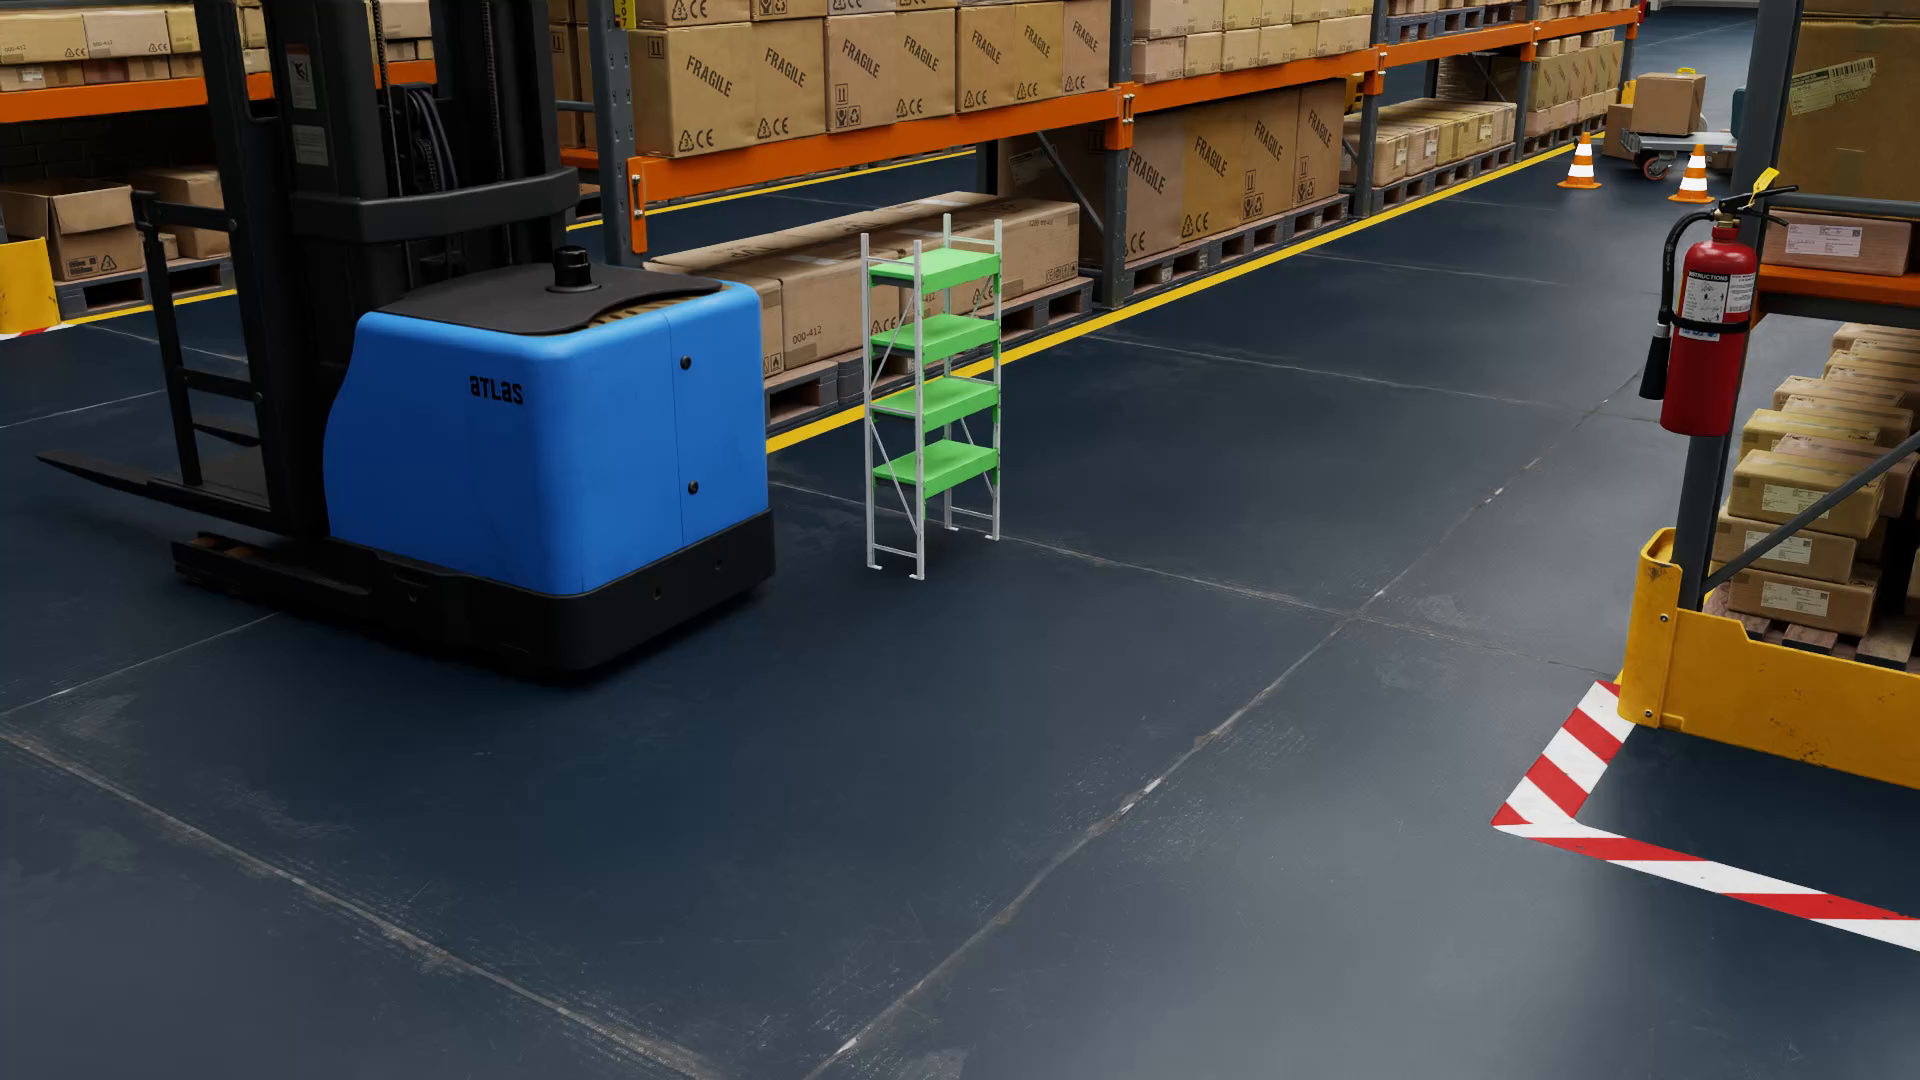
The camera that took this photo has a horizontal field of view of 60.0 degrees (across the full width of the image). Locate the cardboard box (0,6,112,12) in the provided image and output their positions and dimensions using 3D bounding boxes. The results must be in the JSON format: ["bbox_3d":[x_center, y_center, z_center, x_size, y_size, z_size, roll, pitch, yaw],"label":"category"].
[{"bbox_3d":[-5.485,-3.105,10.122,0.500,0.250,0.500,13,24,32],"label":"cardboard box"}]

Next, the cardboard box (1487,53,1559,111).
[{"bbox_3d":[5.593,-4.556,16.535,0.500,0.500,0.500,15,25,34],"label":"cardboard box"}]

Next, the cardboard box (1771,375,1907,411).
[{"bbox_3d":[3.063,-0.451,5.806,0.380,0.149,0.250,14,25,34],"label":"cardboard box"}]

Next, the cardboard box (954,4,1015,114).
[{"bbox_3d":[-0.064,-2.453,8.428,0.500,0.500,0.500,13,24,31],"label":"cardboard box"}]

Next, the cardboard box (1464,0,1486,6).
[{"bbox_3d":[4.391,-4.768,14.588,0.380,0.149,0.250,13,24,32],"label":"cardboard box"}]

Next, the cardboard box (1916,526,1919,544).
[{"bbox_3d":[3.215,-0.055,5.166,0.380,0.149,0.250,14,24,33],"label":"cardboard box"}]

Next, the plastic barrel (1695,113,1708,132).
[{"bbox_3d":[7.377,-4.232,17.095,0.421,0.421,0.512,-6,21,-15],"label":"plastic barrel"}]

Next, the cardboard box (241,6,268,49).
[{"bbox_3d":[-4.502,-3.292,10.630,0.500,0.250,0.500,13,24,30],"label":"cardboard box"}]

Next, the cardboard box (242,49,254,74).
[{"bbox_3d":[-4.638,-2.987,10.378,0.380,0.149,0.250,12,24,30],"label":"cardboard box"}]

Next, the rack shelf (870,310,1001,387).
[{"bbox_3d":[-0.093,-0.680,5.867,0.258,0.148,0.480,13,24,32],"label":"rack shelf"}]

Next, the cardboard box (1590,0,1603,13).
[{"bbox_3d":[6.592,-5.680,17.660,0.380,0.149,0.250,13,24,31],"label":"cardboard box"}]

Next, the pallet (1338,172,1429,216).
[{"bbox_3d":[3.230,-2.948,13.932,1.003,0.211,1.213,13,24,32],"label":"pallet"}]

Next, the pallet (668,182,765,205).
[{"bbox_3d":[-2.455,-3.136,14.439,1.003,0.211,1.213,13,24,32],"label":"pallet"}]

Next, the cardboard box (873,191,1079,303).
[{"bbox_3d":[0.099,-1.721,9.681,0.875,0.438,0.875,13,24,31],"label":"cardboard box"}]

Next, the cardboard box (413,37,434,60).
[{"bbox_3d":[-3.791,-3.435,11.589,0.380,0.149,0.250,14,24,33],"label":"cardboard box"}]

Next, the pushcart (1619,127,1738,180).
[{"bbox_3d":[6.952,-3.520,15.237,1.648,0.377,0.936,5,21,13],"label":"pushcart"}]

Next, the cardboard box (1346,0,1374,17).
[{"bbox_3d":[2.727,-4.008,12.272,0.500,0.250,0.500,13,24,32],"label":"cardboard box"}]

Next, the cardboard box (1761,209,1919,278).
[{"bbox_3d":[2.392,-0.832,4.551,0.380,0.149,0.250,13,24,32],"label":"cardboard box"}]

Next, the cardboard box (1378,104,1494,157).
[{"bbox_3d":[4.344,-3.787,15.361,0.950,0.372,0.625,15,25,35],"label":"cardboard box"}]

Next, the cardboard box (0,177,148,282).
[{"bbox_3d":[-5.393,-1.887,10.036,0.797,0.503,0.637,12,24,30],"label":"cardboard box"}]

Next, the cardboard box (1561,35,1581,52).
[{"bbox_3d":[6.149,-5.110,17.098,0.380,0.149,0.250,15,25,35],"label":"cardboard box"}]

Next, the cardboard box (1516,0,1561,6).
[{"bbox_3d":[5.516,-5.438,16.071,0.500,0.500,0.500,13,24,32],"label":"cardboard box"}]

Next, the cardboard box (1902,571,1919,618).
[{"bbox_3d":[3.081,0.160,5.011,0.380,0.149,0.250,13,24,32],"label":"cardboard box"}]

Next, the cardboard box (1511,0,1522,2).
[{"bbox_3d":[4.977,-5.058,15.371,0.380,0.149,0.250,14,24,33],"label":"cardboard box"}]

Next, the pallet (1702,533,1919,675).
[{"bbox_3d":[2.971,0.259,5.260,1.003,0.211,1.213,13,24,32],"label":"pallet"}]

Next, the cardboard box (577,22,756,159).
[{"bbox_3d":[-1.201,-1.866,6.841,0.500,0.500,0.500,13,24,31],"label":"cardboard box"}]

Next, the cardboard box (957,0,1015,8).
[{"bbox_3d":[-0.067,-2.919,8.248,0.500,0.500,0.500,14,24,33],"label":"cardboard box"}]

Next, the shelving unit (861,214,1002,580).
[{"bbox_3d":[-0.093,-0.515,5.928,0.258,1.200,0.503,13,24,32],"label":"shelving unit"}]

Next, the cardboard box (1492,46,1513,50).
[{"bbox_3d":[5.719,-4.954,17.612,0.500,0.500,0.500,15,25,35],"label":"cardboard box"}]

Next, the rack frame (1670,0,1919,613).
[{"bbox_3d":[2.443,-0.801,4.106,1.000,3.000,0.127,13,24,32],"label":"rack frame"}]

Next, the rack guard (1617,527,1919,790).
[{"bbox_3d":[2.486,0.350,4.598,1.175,0.500,0.348,13,24,32],"label":"rack guard"}]

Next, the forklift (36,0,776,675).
[{"bbox_3d":[-2.164,-1.327,5.628,3.031,2.935,1.130,12,23,29],"label":"forklift"}]

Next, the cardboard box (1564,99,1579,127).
[{"bbox_3d":[6.180,-4.512,17.498,0.500,0.250,0.500,13,24,31],"label":"cardboard box"}]

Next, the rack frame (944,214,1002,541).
[{"bbox_3d":[0.044,-0.585,6.118,0.240,1.200,0.015,13,24,32],"label":"rack frame"}]

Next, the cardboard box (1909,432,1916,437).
[{"bbox_3d":[3.234,-0.378,6.037,0.380,0.149,0.250,15,25,34],"label":"cardboard box"}]

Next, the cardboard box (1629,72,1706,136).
[{"bbox_3d":[6.527,-4.024,15.332,0.500,0.500,0.500,13,24,32],"label":"cardboard box"}]

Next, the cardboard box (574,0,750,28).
[{"bbox_3d":[-1.202,-2.335,6.669,0.500,0.500,0.500,13,24,31],"label":"cardboard box"}]

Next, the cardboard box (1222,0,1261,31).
[{"bbox_3d":[1.597,-3.415,10.668,0.500,0.250,0.500,14,24,32],"label":"cardboard box"}]

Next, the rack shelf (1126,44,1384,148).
[{"bbox_3d":[1.665,-3.121,11.416,1.077,0.370,4.000,13,24,32],"label":"rack shelf"}]

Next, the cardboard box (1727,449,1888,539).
[{"bbox_3d":[2.531,-0.141,4.969,0.380,0.149,0.250,14,24,32],"label":"cardboard box"}]

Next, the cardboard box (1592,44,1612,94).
[{"bbox_3d":[6.761,-5.156,18.157,0.500,0.500,0.500,14,25,34],"label":"cardboard box"}]

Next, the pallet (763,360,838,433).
[{"bbox_3d":[-1.323,-0.674,7.783,1.003,0.211,1.213,13,24,32],"label":"pallet"}]

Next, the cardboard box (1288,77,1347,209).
[{"bbox_3d":[2.332,-3.051,12.646,0.875,0.875,0.875,13,24,31],"label":"cardboard box"}]

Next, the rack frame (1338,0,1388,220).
[{"bbox_3d":[2.789,-4.032,12.843,1.000,3.000,0.127,13,24,32],"label":"rack frame"}]

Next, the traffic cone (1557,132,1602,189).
[{"bbox_3d":[5.499,-3.361,14.686,0.336,0.463,0.334,13,24,32],"label":"traffic cone"}]

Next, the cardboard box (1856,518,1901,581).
[{"bbox_3d":[2.847,-0.005,5.458,0.380,0.149,0.250,13,24,32],"label":"cardboard box"}]

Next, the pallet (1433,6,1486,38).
[{"bbox_3d":[3.868,-4.518,14.433,1.003,0.211,1.213,13,24,32],"label":"pallet"}]

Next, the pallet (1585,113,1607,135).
[{"bbox_3d":[6.758,-4.772,18.861,1.003,0.211,1.213,13,24,32],"label":"pallet"}]

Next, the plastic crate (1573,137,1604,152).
[{"bbox_3d":[6.599,-4.101,17.237,0.402,0.080,0.583,5,21,13],"label":"plastic crate"}]

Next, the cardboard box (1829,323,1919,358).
[{"bbox_3d":[3.683,-0.743,6.596,0.380,0.149,0.250,14,24,33],"label":"cardboard box"}]

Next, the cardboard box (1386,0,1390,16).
[{"bbox_3d":[3.126,-4.169,12.967,0.380,0.149,0.250,12,23,29],"label":"cardboard box"}]

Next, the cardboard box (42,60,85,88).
[{"bbox_3d":[-5.299,-2.709,9.627,0.380,0.149,0.250,14,24,33],"label":"cardboard box"}]

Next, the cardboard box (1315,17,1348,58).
[{"bbox_3d":[2.445,-3.617,11.935,0.500,0.250,0.500,14,24,33],"label":"cardboard box"}]

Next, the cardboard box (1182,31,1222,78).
[{"bbox_3d":[1.296,-3.038,10.370,0.500,0.250,0.500,13,24,31],"label":"cardboard box"}]

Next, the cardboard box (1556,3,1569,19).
[{"bbox_3d":[5.871,-5.319,16.683,0.380,0.149,0.250,14,25,33],"label":"cardboard box"}]
